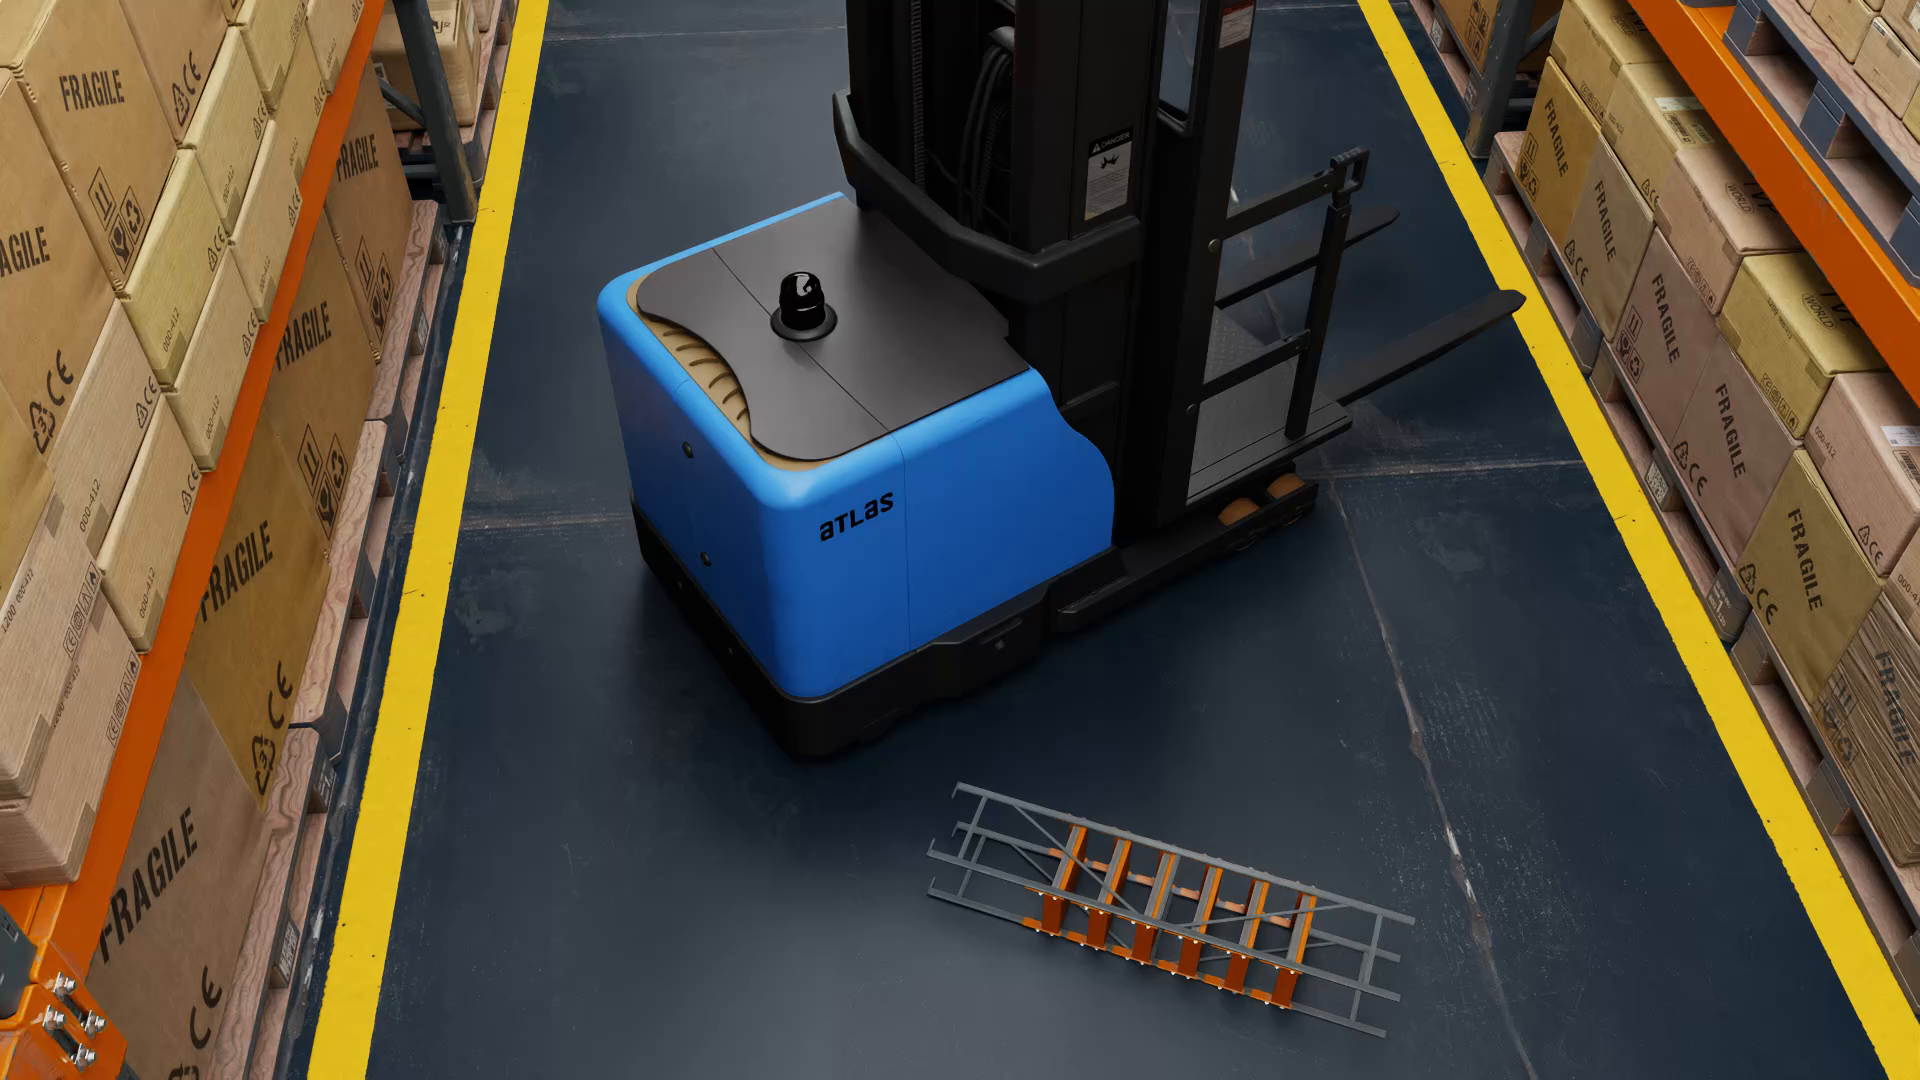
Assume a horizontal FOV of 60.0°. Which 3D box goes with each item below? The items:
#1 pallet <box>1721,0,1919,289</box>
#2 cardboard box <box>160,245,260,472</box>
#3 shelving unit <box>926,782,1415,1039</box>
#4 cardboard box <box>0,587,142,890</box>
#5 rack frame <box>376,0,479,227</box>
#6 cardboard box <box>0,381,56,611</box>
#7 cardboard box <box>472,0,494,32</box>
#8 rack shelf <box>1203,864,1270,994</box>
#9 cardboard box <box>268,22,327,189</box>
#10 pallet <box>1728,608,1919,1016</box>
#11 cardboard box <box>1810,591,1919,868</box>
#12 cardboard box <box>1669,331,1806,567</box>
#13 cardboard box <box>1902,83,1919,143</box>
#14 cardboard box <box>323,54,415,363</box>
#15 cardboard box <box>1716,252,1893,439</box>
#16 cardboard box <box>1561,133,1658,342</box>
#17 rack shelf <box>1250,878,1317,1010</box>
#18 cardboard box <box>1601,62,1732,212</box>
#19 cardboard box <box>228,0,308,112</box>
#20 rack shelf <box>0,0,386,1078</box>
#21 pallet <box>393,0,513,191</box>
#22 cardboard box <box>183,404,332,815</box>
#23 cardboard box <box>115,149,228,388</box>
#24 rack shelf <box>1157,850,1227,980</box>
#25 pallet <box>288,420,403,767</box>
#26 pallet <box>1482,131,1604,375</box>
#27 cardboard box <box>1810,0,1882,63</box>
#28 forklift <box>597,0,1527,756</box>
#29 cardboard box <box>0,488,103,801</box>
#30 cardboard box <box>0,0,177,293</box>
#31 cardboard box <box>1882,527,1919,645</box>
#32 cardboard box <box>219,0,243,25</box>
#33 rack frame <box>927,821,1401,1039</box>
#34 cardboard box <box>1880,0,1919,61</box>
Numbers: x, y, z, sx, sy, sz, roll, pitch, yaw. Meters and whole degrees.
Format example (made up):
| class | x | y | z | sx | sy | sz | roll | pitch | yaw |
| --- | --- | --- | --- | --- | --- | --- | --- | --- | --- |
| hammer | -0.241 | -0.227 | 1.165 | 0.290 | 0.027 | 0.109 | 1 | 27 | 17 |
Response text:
| class | x | y | z | sx | sy | sz | roll | pitch | yaw |
| --- | --- | --- | --- | --- | --- | --- | --- | --- | --- |
| pallet | 2.762 | -1.137 | 4.393 | 1.003 | 0.211 | 1.213 | -3 | 47 | -3 |
| cardboard box | -1.880 | -0.393 | 3.660 | 0.500 | 0.250 | 0.500 | -4 | 47 | -4 |
| shelving unit | 0.519 | 0.931 | 4.233 | 1.200 | 0.189 | 0.258 | 15 | 48 | 13 |
| cardboard box | -1.808 | 0.353 | 2.953 | 0.500 | 0.250 | 0.500 | -4 | 47 | -4 |
| rack frame | -2.369 | -2.259 | 5.323 | 1.000 | 3.000 | 0.127 | -3 | 47 | -3 |
| cardboard box | -1.784 | -0.079 | 2.501 | 0.500 | 0.500 | 0.500 | -3 | 47 | -3 |
| cardboard box | -2.476 | -2.442 | 7.018 | 0.950 | 0.372 | 0.625 | -4 | 47 | -4 |
| rack shelf | 0.703 | 0.980 | 4.189 | 0.103 | 0.180 | 0.258 | 15 | 48 | 13 |
| cardboard box | -1.983 | -1.123 | 4.351 | 0.500 | 0.250 | 0.500 | -4 | 47 | -4 |
| pallet | 2.823 | 0.657 | 4.482 | 1.003 | 0.211 | 1.213 | -3 | 47 | -3 |
| cardboard box | 2.577 | 0.456 | 4.184 | 0.500 | 0.500 | 0.500 | -4 | 47 | -4 |
| cardboard box | 2.496 | -0.286 | 4.887 | 0.500 | 0.500 | 0.500 | -4 | 47 | -4 |
| cardboard box | 2.547 | -1.014 | 4.028 | 0.380 | 0.149 | 0.250 | -2 | 47 | -2 |
| cardboard box | -2.394 | -1.168 | 5.464 | 0.875 | 0.875 | 0.875 | -4 | 47 | -4 |
| cardboard box | 2.488 | -0.559 | 4.629 | 0.500 | 0.250 | 0.500 | -5 | 47 | -5 |
| cardboard box | 2.406 | -1.027 | 5.589 | 0.500 | 0.500 | 0.500 | -3 | 47 | -3 |
| rack shelf | 0.816 | 1.010 | 4.161 | 0.103 | 0.180 | 0.258 | 15 | 48 | 13 |
| cardboard box | 2.414 | -1.295 | 5.326 | 0.500 | 0.250 | 0.500 | -4 | 47 | -4 |
| cardboard box | -1.965 | -1.304 | 4.178 | 0.500 | 0.250 | 0.500 | -5 | 47 | -4 |
| rack shelf | -2.202 | -0.564 | 4.214 | 1.077 | 0.370 | 4.000 | -3 | 47 | -3 |
| pallet | -2.433 | -1.865 | 6.871 | 1.003 | 0.211 | 1.213 | -3 | 47 | -3 |
| cardboard box | -2.249 | 0.125 | 4.240 | 0.875 | 0.875 | 0.875 | -2 | 47 | -2 |
| cardboard box | -1.877 | -0.563 | 3.476 | 0.500 | 0.250 | 0.500 | -3 | 47 | -3 |
| rack shelf | 0.590 | 0.950 | 4.216 | 0.103 | 0.180 | 0.258 | 15 | 48 | 13 |
| pallet | -2.279 | 0.156 | 4.957 | 1.003 | 0.211 | 1.213 | -3 | 47 | -3 |
| pallet | 2.619 | -1.108 | 6.154 | 1.003 | 0.211 | 1.213 | -3 | 47 | -3 |
| cardboard box | 2.505 | -1.395 | 4.389 | 0.380 | 0.149 | 0.250 | -3 | 47 | -3 |
| forklift | 0.520 | -1.267 | 4.431 | 3.031 | 2.935 | 1.130 | -26 | 52 | -23 |
| cardboard box | -1.790 | 0.180 | 2.773 | 0.500 | 0.250 | 0.500 | -5 | 47 | -4 |
| cardboard box | -1.894 | -0.808 | 3.192 | 0.500 | 0.500 | 0.500 | -5 | 47 | -4 |
| cardboard box | 2.576 | 0.195 | 3.915 | 0.500 | 0.250 | 0.500 | -5 | 47 | -4 |
| cardboard box | -1.979 | -1.548 | 3.893 | 0.500 | 0.500 | 0.500 | -3 | 47 | -3 |
| rack frame | 0.518 | 0.994 | 4.300 | 1.200 | 0.006 | 0.240 | 15 | 48 | 13 |
| cardboard box | 2.531 | -1.304 | 4.098 | 0.380 | 0.149 | 0.250 | -2 | 47 | -2 |
